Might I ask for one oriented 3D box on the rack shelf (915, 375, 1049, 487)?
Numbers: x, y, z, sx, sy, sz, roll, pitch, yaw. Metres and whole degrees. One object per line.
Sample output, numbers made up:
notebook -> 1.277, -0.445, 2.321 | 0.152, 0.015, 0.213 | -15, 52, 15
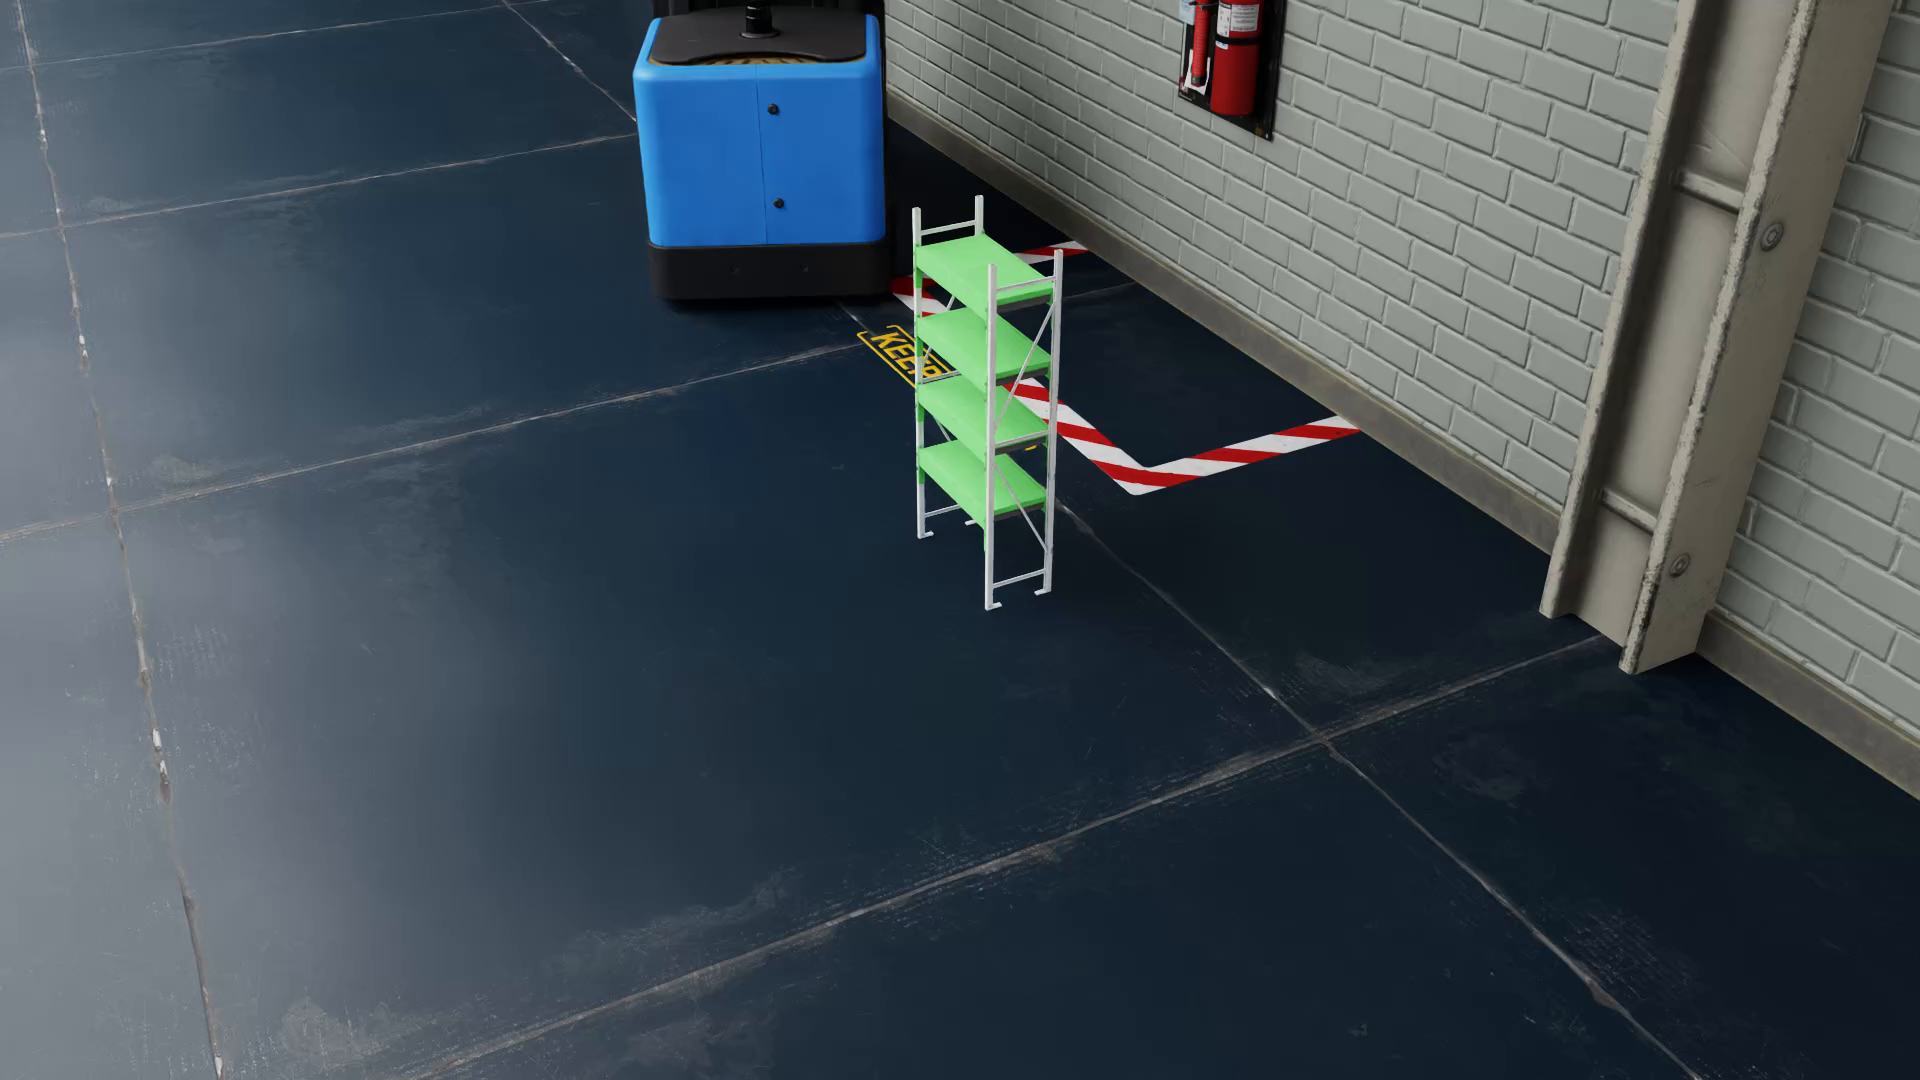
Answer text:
rack shelf -> 0.077, -0.372, 5.337 | 0.258, 0.148, 0.480 | -16, 36, -23

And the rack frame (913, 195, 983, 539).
rack frame -> -0.037, -0.543, 5.485 | 0.240, 1.200, 0.015 | -16, 36, -23

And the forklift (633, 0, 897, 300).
forklift -> -0.912, -3.050, 7.794 | 1.130, 2.935, 3.031 | -2, 33, -3

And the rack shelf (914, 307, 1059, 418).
rack shelf -> 0.077, -0.574, 5.208 | 0.258, 0.148, 0.480 | -16, 36, -23

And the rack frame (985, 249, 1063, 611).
rack frame -> 0.191, -0.310, 5.121 | 0.240, 1.200, 0.015 | -16, 36, -23

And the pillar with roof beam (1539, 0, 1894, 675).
pillar with roof beam -> -1.706, -2.423, 1.190 | 9.100, 9.000, 0.400 | -16, 36, -23

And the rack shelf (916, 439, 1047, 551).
rack shelf -> 0.077, -0.170, 5.467 | 0.258, 0.148, 0.480 | -16, 36, -23

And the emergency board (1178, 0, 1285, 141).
emergency board -> 0.984, -2.169, 6.354 | 0.194, 1.169, 0.643 | -16, 36, -23

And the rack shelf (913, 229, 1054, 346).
rack shelf -> 0.077, -0.777, 5.079 | 0.258, 0.148, 0.480 | -16, 36, -23

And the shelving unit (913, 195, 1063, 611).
shelving unit -> 0.077, -0.426, 5.303 | 0.258, 1.200, 0.503 | -16, 36, -23

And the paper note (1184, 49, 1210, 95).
paper note -> 0.963, -1.899, 6.751 | 0.016, 0.148, 0.142 | -16, 36, -23
